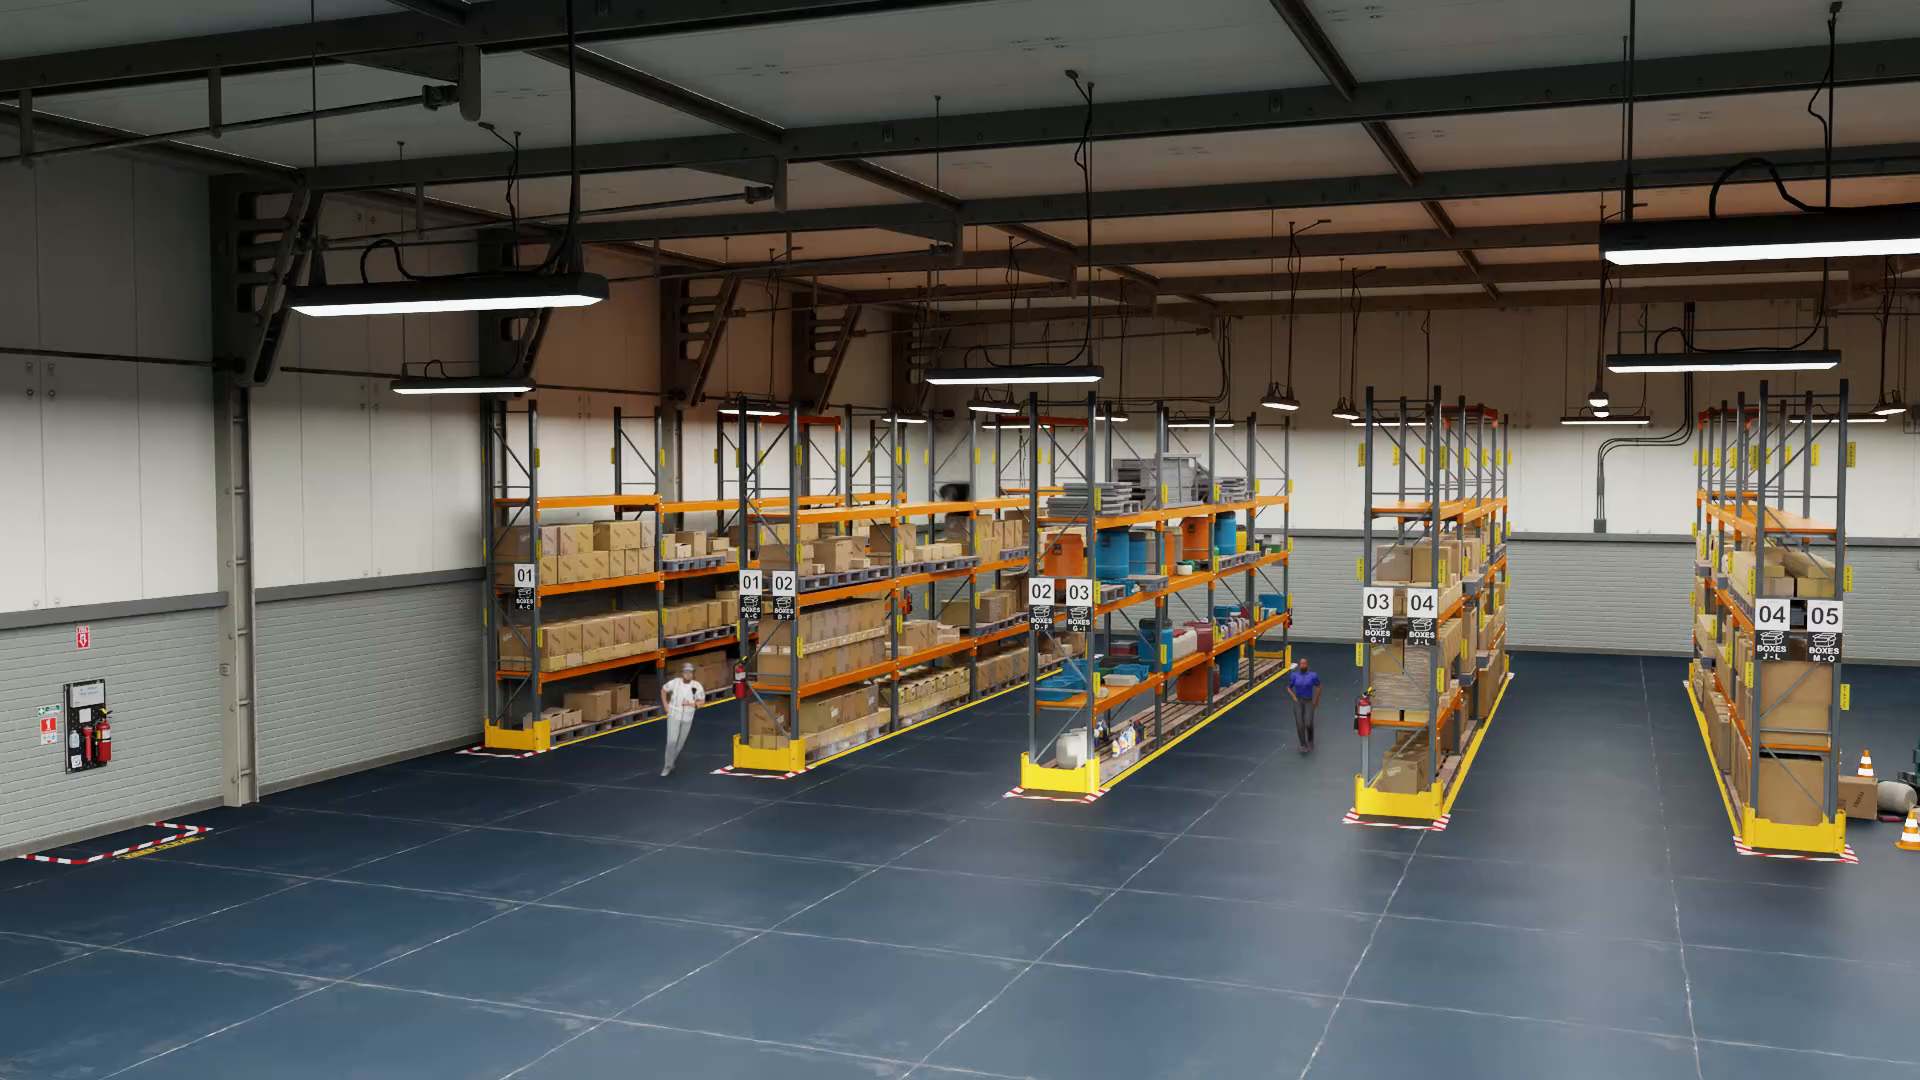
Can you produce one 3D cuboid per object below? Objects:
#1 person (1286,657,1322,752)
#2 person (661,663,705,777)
[{"bbox_3d":[5.814,2.796,28.166,0.576,1.619,0.580,1,3,17],"label":"person"},{"bbox_3d":[-4.433,2.850,26.435,0.718,1.835,0.710,-1,3,-19],"label":"person"}]
